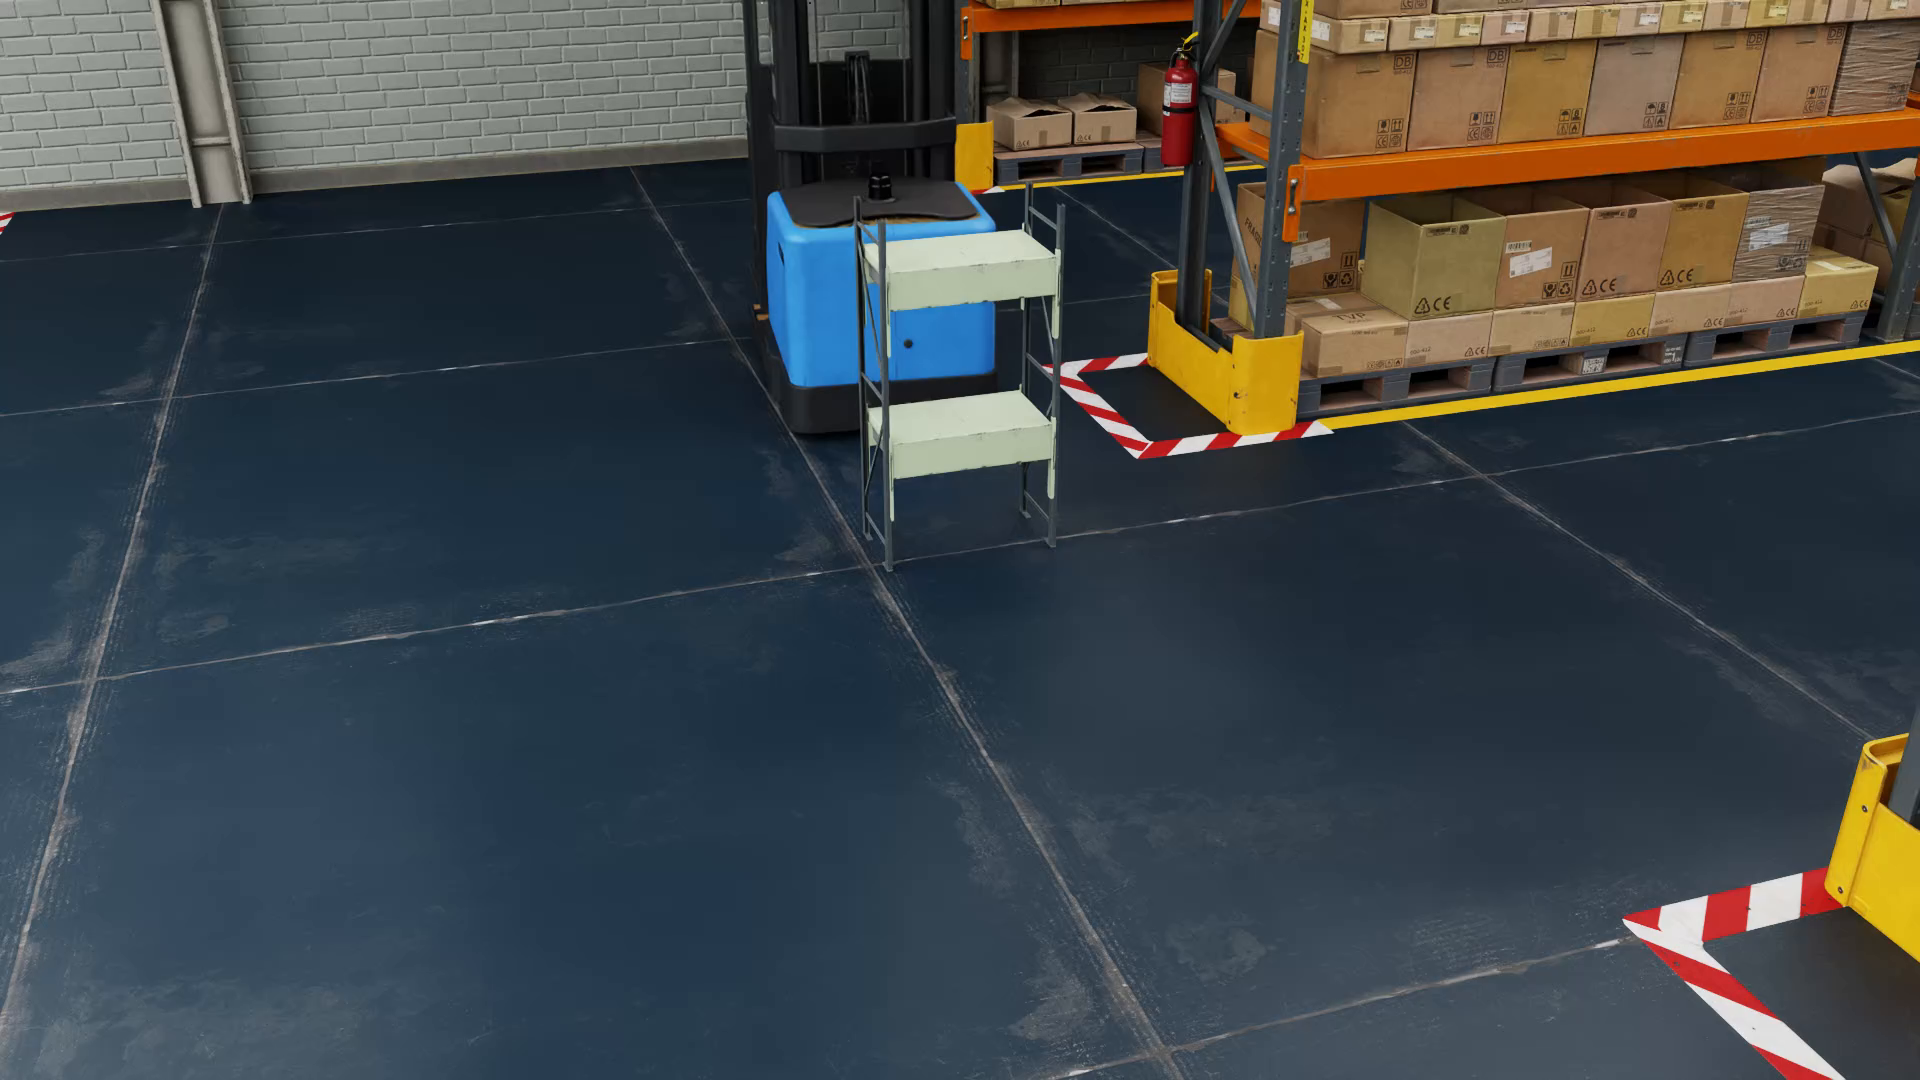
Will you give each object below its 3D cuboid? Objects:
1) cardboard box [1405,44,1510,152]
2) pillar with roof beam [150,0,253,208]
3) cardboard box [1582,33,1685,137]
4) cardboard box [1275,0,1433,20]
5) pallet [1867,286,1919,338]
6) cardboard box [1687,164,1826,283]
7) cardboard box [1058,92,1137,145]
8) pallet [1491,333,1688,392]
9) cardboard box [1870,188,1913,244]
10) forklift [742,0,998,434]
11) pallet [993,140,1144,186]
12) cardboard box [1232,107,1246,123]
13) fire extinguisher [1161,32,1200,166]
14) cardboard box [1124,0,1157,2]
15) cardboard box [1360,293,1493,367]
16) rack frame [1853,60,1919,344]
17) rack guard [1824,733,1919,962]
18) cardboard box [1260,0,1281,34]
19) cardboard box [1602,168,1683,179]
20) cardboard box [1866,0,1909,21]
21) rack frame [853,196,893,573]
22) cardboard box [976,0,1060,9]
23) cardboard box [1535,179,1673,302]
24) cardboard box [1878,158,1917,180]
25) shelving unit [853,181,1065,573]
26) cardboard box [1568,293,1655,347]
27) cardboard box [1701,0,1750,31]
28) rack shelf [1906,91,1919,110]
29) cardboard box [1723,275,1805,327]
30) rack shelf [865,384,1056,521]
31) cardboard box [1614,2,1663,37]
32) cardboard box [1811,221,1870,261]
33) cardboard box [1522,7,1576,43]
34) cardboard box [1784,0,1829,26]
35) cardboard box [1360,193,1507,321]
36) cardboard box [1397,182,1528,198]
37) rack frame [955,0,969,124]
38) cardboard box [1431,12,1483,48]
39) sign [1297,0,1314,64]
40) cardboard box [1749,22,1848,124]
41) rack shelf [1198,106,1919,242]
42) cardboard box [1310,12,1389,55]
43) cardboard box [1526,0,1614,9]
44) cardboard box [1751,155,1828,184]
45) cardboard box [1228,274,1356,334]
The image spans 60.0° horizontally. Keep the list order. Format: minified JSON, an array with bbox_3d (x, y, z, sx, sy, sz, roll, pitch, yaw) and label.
[{"bbox_3d":[2.336,-2.309,8.414,0.500,0.500,0.700,-8,27,-15],"label":"cardboard box"},{"bbox_3d":[-4.122,-4.727,6.652,0.400,9.000,9.100,-8,28,-16],"label":"pillar with roof beam"},{"bbox_3d":[3.309,-2.449,8.696,0.500,0.500,0.700,-7,27,-15],"label":"cardboard box"},{"bbox_3d":[1.888,-2.823,7.991,0.500,0.500,0.700,-8,28,-16],"label":"cardboard box"},{"bbox_3d":[5.882,-1.550,10.135,1.213,0.211,1.003,-8,28,-16],"label":"pallet"},{"bbox_3d":[4.341,-1.754,9.185,0.500,0.500,0.500,-8,28,-16],"label":"cardboard box"},{"bbox_3d":[1.080,-3.353,13.160,0.500,0.311,0.500,-6,27,-12],"label":"cardboard box"},{"bbox_3d":[3.262,-1.171,9.371,1.213,0.211,1.003,-8,28,-16],"label":"pallet"},{"bbox_3d":[5.664,-1.841,9.574,0.500,0.311,0.500,-8,28,-16],"label":"cardboard box"},{"bbox_3d":[-0.619,-2.465,8.919,1.130,2.935,3.031,-5,27,-11],"label":"forklift"},{"bbox_3d":[0.708,-3.083,13.222,1.213,0.211,1.003,-8,28,-16],"label":"pallet"},{"bbox_3d":[2.129,-3.484,13.605,0.250,0.149,0.380,-11,28,-20],"label":"cardboard box"},{"bbox_3d":[1.134,-2.276,8.548,0.183,0.674,0.296,-8,28,-16],"label":"fire extinguisher"},{"bbox_3d":[1.390,-4.244,12.572,0.500,0.250,0.500,-9,28,-17],"label":"cardboard box"},{"bbox_3d":[2.443,-1.137,8.787,0.500,0.250,0.500,-8,28,-16],"label":"cardboard box"},{"bbox_3d":[5.194,-2.681,9.278,0.127,3.000,1.000,-8,28,-16],"label":"rack frame"},{"bbox_3d":[2.978,1.054,4.566,0.348,0.500,1.175,-8,28,-16],"label":"rack guard"},{"bbox_3d":[1.694,-2.599,8.270,0.250,0.149,0.380,-9,28,-17],"label":"cardboard box"},{"bbox_3d":[3.705,-1.905,9.490,0.500,0.500,0.500,-8,28,-16],"label":"cardboard box"},{"bbox_3d":[4.766,-2.855,8.786,0.250,0.149,0.380,-9,28,-17],"label":"cardboard box"},{"bbox_3d":[-0.354,-0.620,6.813,0.023,1.500,0.400,-8,28,-16],"label":"rack frame"},{"bbox_3d":[0.415,-4.099,12.280,0.500,0.250,0.500,-9,28,-18],"label":"cardboard box"},{"bbox_3d":[3.396,-1.608,8.893,0.500,0.500,0.500,-8,28,-16],"label":"cardboard box"},{"bbox_3d":[5.983,-2.140,10.177,0.500,0.311,0.500,-7,27,-15],"label":"cardboard box"},{"bbox_3d":[-0.006,-0.671,6.915,0.755,1.500,0.431,-8,28,-16],"label":"shelving unit"},{"bbox_3d":[3.396,-1.273,9.060,0.500,0.250,0.500,-8,28,-16],"label":"cardboard box"},{"bbox_3d":[3.793,-2.714,8.502,0.250,0.149,0.380,-7,27,-15],"label":"cardboard box"},{"bbox_3d":[7.095,-2.635,9.992,4.000,0.370,1.077,-8,28,-16],"label":"rack shelf"},{"bbox_3d":[4.342,-1.417,9.351,0.500,0.250,0.500,-8,28,-16],"label":"cardboard box"},{"bbox_3d":[-0.006,-0.379,7.060,0.720,0.370,0.431,-8,28,-16],"label":"rack shelf"},{"bbox_3d":[3.292,-2.640,8.353,0.250,0.149,0.380,-8,27,-16],"label":"cardboard box"},{"bbox_3d":[5.498,-1.818,10.158,0.500,0.250,0.500,-9,28,-17],"label":"cardboard box"},{"bbox_3d":[2.811,-2.572,8.215,0.250,0.149,0.380,-9,28,-18],"label":"cardboard box"},{"bbox_3d":[4.268,-2.782,8.638,0.250,0.149,0.380,-8,28,-16],"label":"cardboard box"},{"bbox_3d":[2.444,-1.472,8.619,0.500,0.500,0.500,-8,28,-16],"label":"cardboard box"},{"bbox_3d":[2.754,-1.767,9.212,0.500,0.500,0.500,-8,28,-16],"label":"cardboard box"},{"bbox_3d":[-0.147,-4.224,12.386,0.127,3.000,1.000,-8,28,-16],"label":"rack frame"},{"bbox_3d":[2.318,-2.500,8.071,0.250,0.149,0.380,-8,28,-16],"label":"cardboard box"},{"bbox_3d":[1.556,-2.318,7.484,0.005,0.325,0.100,-8,28,-16],"label":"sign"},{"bbox_3d":[4.274,-2.587,8.975,0.500,0.500,0.700,-9,28,-17],"label":"cardboard box"},{"bbox_3d":[3.292,-2.084,8.883,4.000,0.370,1.077,-8,28,-16],"label":"rack shelf"},{"bbox_3d":[1.830,-2.429,7.927,0.250,0.149,0.380,-8,28,-16],"label":"cardboard box"},{"bbox_3d":[2.866,-2.967,8.282,0.500,0.500,0.700,-8,28,-16],"label":"cardboard box"},{"bbox_3d":[4.656,-2.042,9.767,0.500,0.500,0.500,-8,28,-16],"label":"cardboard box"},{"bbox_3d":[1.809,-1.286,9.087,0.500,0.250,0.500,-8,28,-16],"label":"cardboard box"}]
